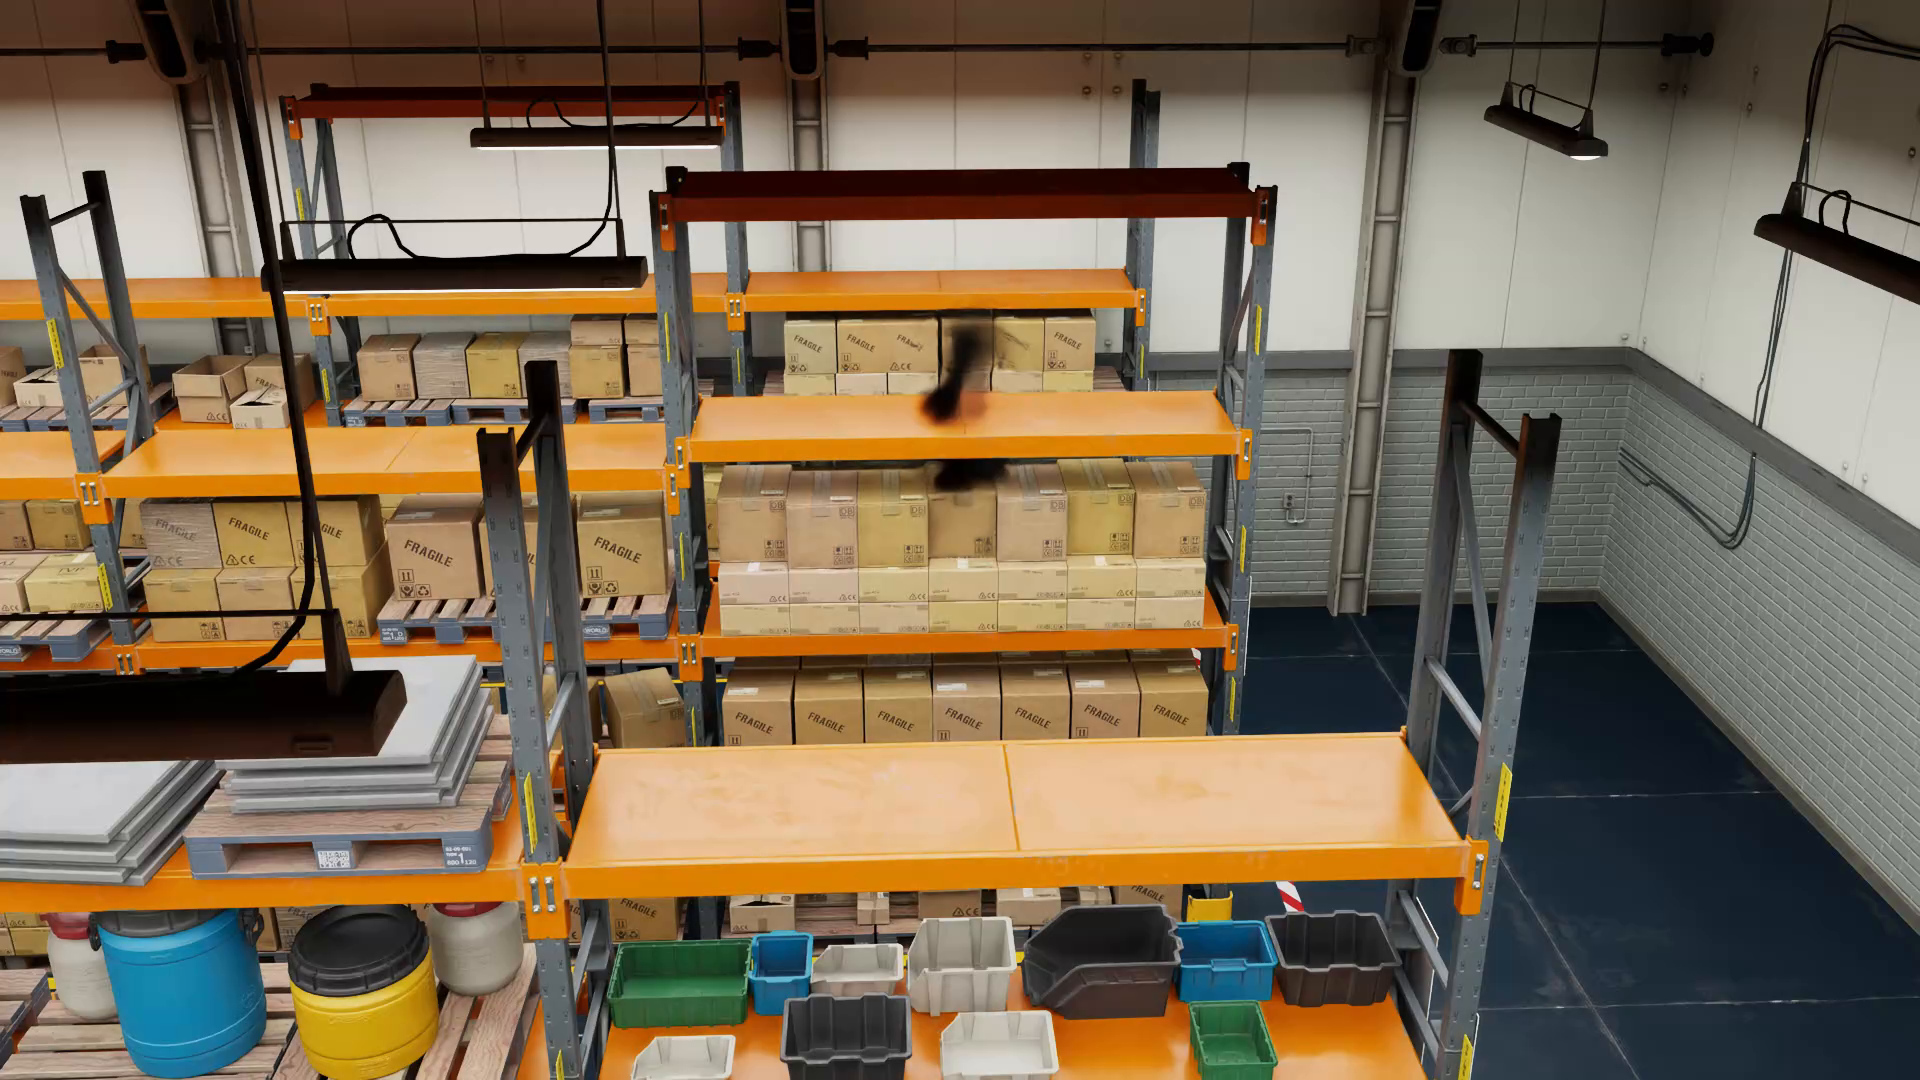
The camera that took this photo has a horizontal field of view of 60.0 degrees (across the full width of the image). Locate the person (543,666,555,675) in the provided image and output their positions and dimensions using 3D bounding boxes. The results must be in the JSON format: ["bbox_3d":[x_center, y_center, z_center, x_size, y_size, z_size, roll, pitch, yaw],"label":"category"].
[{"bbox_3d":[-3.365,1.829,14.555,0.912,1.598,0.607,-5,23,-11],"label":"person"}]
